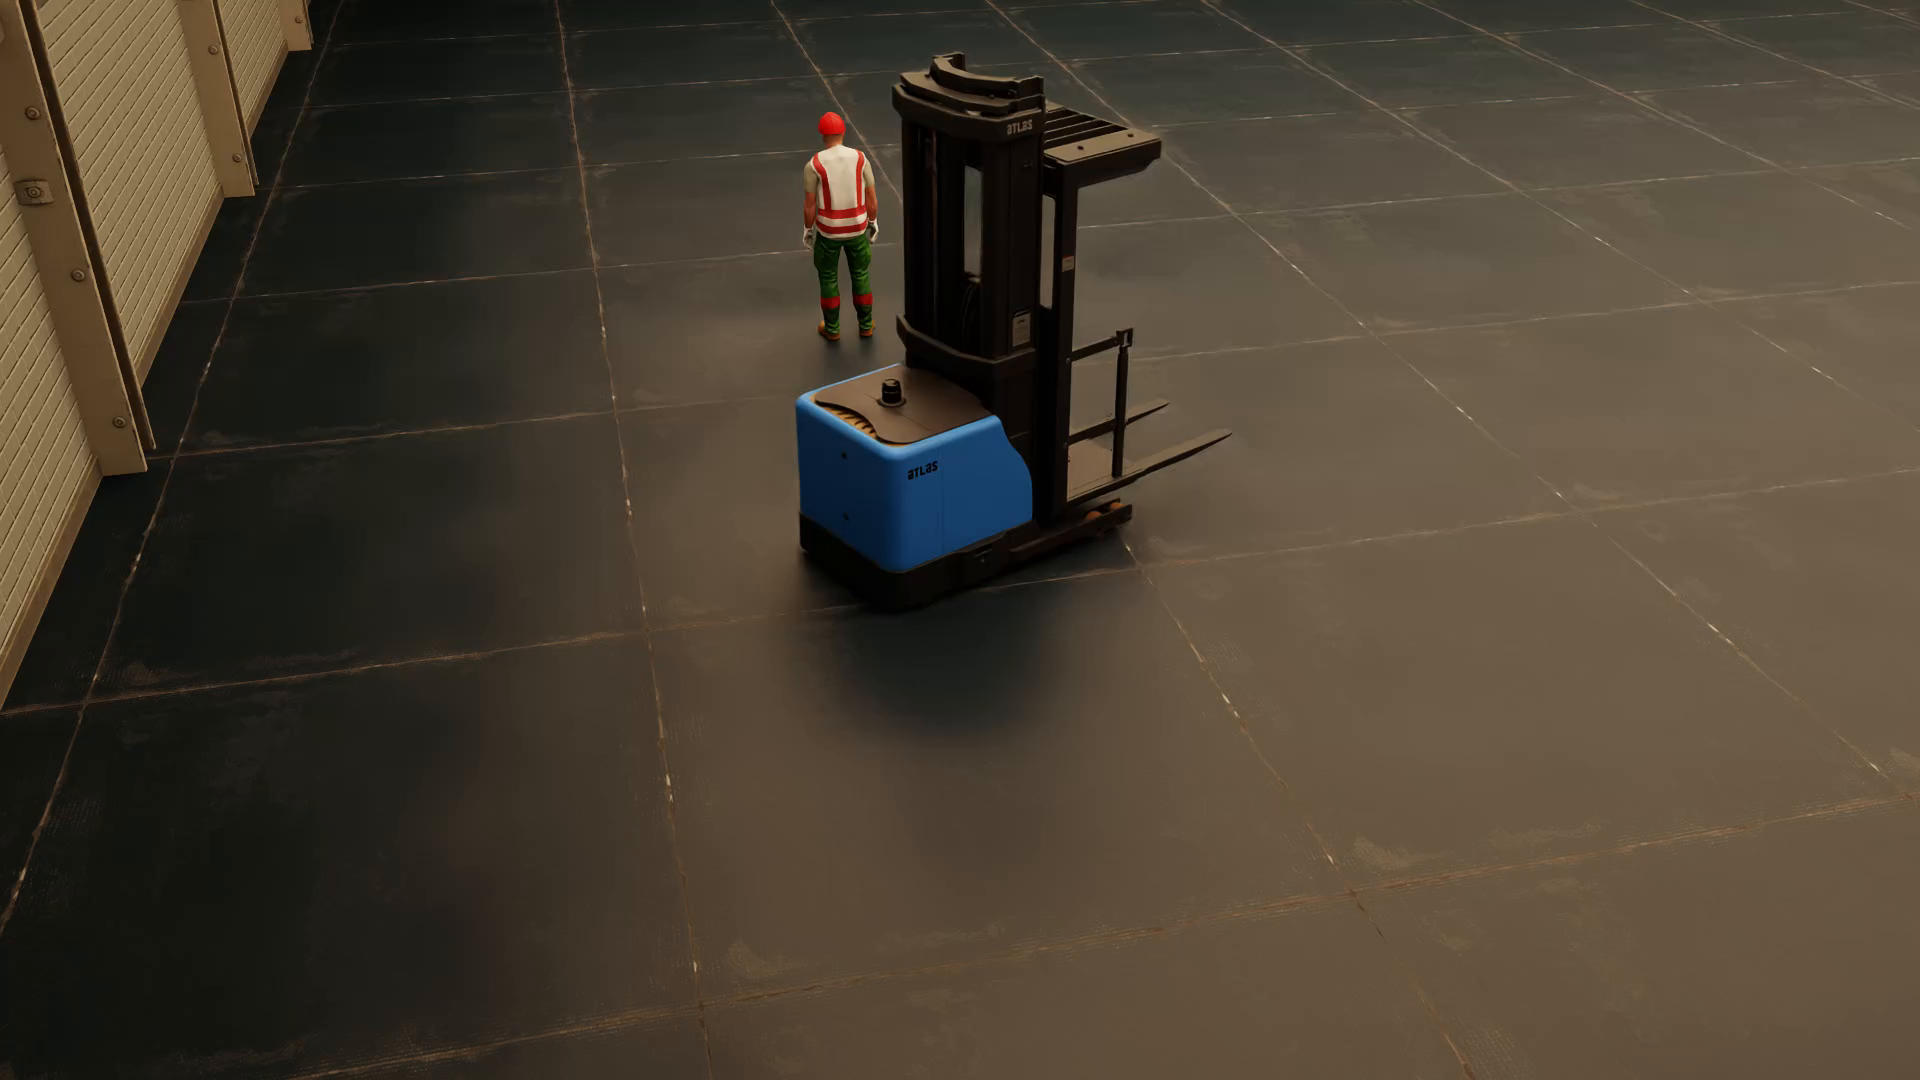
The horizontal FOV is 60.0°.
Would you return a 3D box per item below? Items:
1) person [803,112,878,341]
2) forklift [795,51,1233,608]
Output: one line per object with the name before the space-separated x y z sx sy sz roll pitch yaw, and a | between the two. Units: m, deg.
person | -0.929 -2.421 12.913 0.607 1.777 0.454 -8 31 -14
forklift | 0.471 -1.468 10.110 3.031 2.935 1.130 -22 37 -33
